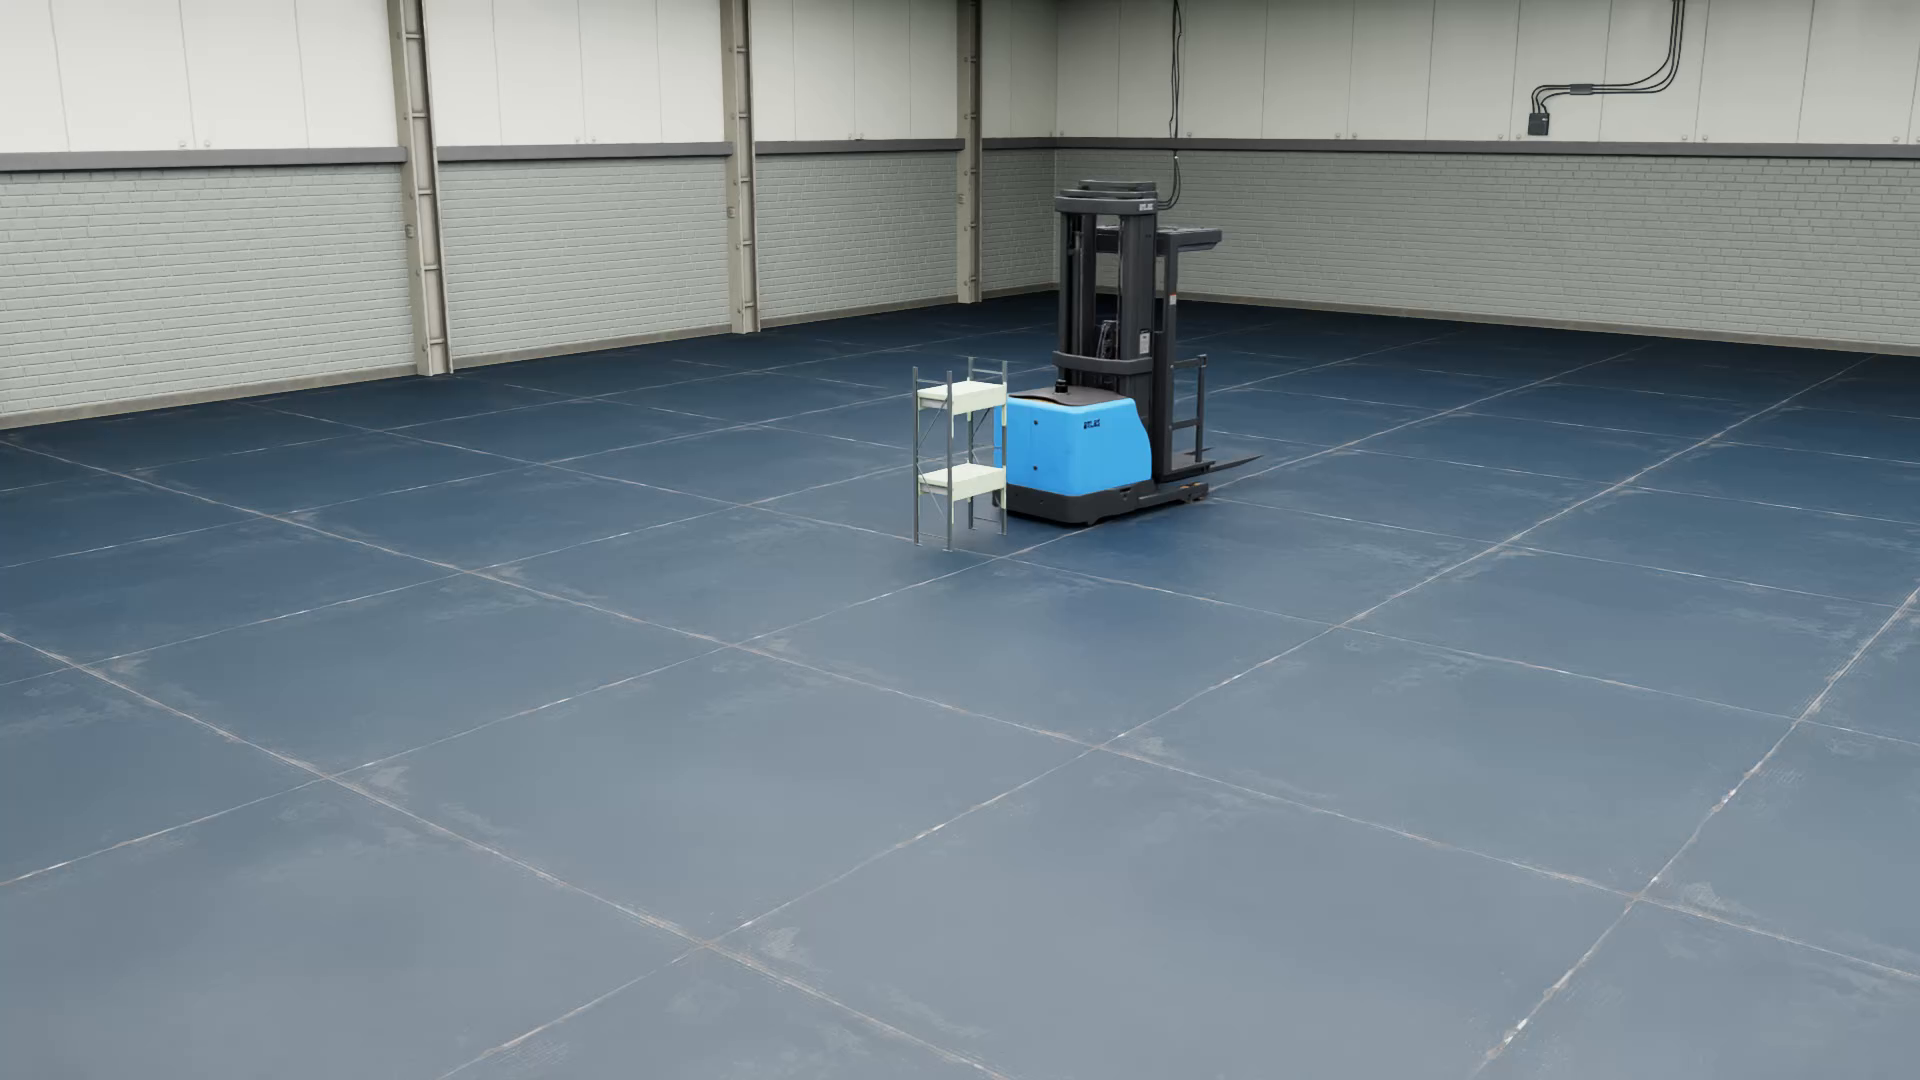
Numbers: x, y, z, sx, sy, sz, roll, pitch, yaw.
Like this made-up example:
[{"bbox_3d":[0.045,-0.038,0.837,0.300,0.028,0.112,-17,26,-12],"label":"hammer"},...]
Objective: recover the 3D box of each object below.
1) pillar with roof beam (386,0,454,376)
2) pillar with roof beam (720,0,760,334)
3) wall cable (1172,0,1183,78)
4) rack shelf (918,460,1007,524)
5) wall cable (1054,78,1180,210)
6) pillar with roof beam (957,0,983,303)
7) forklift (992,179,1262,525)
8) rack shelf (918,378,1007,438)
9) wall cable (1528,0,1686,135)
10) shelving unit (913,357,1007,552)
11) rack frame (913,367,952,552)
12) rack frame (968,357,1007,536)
[{"bbox_3d":[-4.013,-6.032,19.592,9.100,9.000,0.400,11,18,38],"label":"pillar with roof beam"},{"bbox_3d":[-0.242,-7.181,24.115,9.100,9.000,0.400,11,18,38],"label":"pillar with roof beam"},{"bbox_3d":[5.165,-9.880,30.788,3.097,2.526,0.112,11,18,38],"label":"wall cable"},{"bbox_3d":[0.004,-0.412,14.024,0.431,0.370,0.720,11,18,38],"label":"rack shelf"},{"bbox_3d":[3.061,-7.851,33.058,3.097,2.526,0.112,11,18,38],"label":"wall cable"},{"bbox_3d":[3.529,-8.330,28.638,9.100,9.000,0.400,11,18,38],"label":"pillar with roof beam"},{"bbox_3d":[1.691,-1.839,15.409,3.031,2.935,1.130,-14,20,-43],"label":"forklift"},{"bbox_3d":[0.004,-1.106,13.847,0.431,0.370,0.720,11,18,38],"label":"rack shelf"},{"bbox_3d":[10.435,-9.532,26.462,2.305,6.003,0.169,11,18,38],"label":"wall cable"},{"bbox_3d":[0.004,-0.728,13.943,0.431,1.500,0.755,11,18,38],"label":"shelving unit"},{"bbox_3d":[-0.226,-0.658,13.667,0.400,1.500,0.023,11,18,38],"label":"rack frame"},{"bbox_3d":[0.234,-0.798,14.219,0.400,1.500,0.023,11,18,38],"label":"rack frame"}]
